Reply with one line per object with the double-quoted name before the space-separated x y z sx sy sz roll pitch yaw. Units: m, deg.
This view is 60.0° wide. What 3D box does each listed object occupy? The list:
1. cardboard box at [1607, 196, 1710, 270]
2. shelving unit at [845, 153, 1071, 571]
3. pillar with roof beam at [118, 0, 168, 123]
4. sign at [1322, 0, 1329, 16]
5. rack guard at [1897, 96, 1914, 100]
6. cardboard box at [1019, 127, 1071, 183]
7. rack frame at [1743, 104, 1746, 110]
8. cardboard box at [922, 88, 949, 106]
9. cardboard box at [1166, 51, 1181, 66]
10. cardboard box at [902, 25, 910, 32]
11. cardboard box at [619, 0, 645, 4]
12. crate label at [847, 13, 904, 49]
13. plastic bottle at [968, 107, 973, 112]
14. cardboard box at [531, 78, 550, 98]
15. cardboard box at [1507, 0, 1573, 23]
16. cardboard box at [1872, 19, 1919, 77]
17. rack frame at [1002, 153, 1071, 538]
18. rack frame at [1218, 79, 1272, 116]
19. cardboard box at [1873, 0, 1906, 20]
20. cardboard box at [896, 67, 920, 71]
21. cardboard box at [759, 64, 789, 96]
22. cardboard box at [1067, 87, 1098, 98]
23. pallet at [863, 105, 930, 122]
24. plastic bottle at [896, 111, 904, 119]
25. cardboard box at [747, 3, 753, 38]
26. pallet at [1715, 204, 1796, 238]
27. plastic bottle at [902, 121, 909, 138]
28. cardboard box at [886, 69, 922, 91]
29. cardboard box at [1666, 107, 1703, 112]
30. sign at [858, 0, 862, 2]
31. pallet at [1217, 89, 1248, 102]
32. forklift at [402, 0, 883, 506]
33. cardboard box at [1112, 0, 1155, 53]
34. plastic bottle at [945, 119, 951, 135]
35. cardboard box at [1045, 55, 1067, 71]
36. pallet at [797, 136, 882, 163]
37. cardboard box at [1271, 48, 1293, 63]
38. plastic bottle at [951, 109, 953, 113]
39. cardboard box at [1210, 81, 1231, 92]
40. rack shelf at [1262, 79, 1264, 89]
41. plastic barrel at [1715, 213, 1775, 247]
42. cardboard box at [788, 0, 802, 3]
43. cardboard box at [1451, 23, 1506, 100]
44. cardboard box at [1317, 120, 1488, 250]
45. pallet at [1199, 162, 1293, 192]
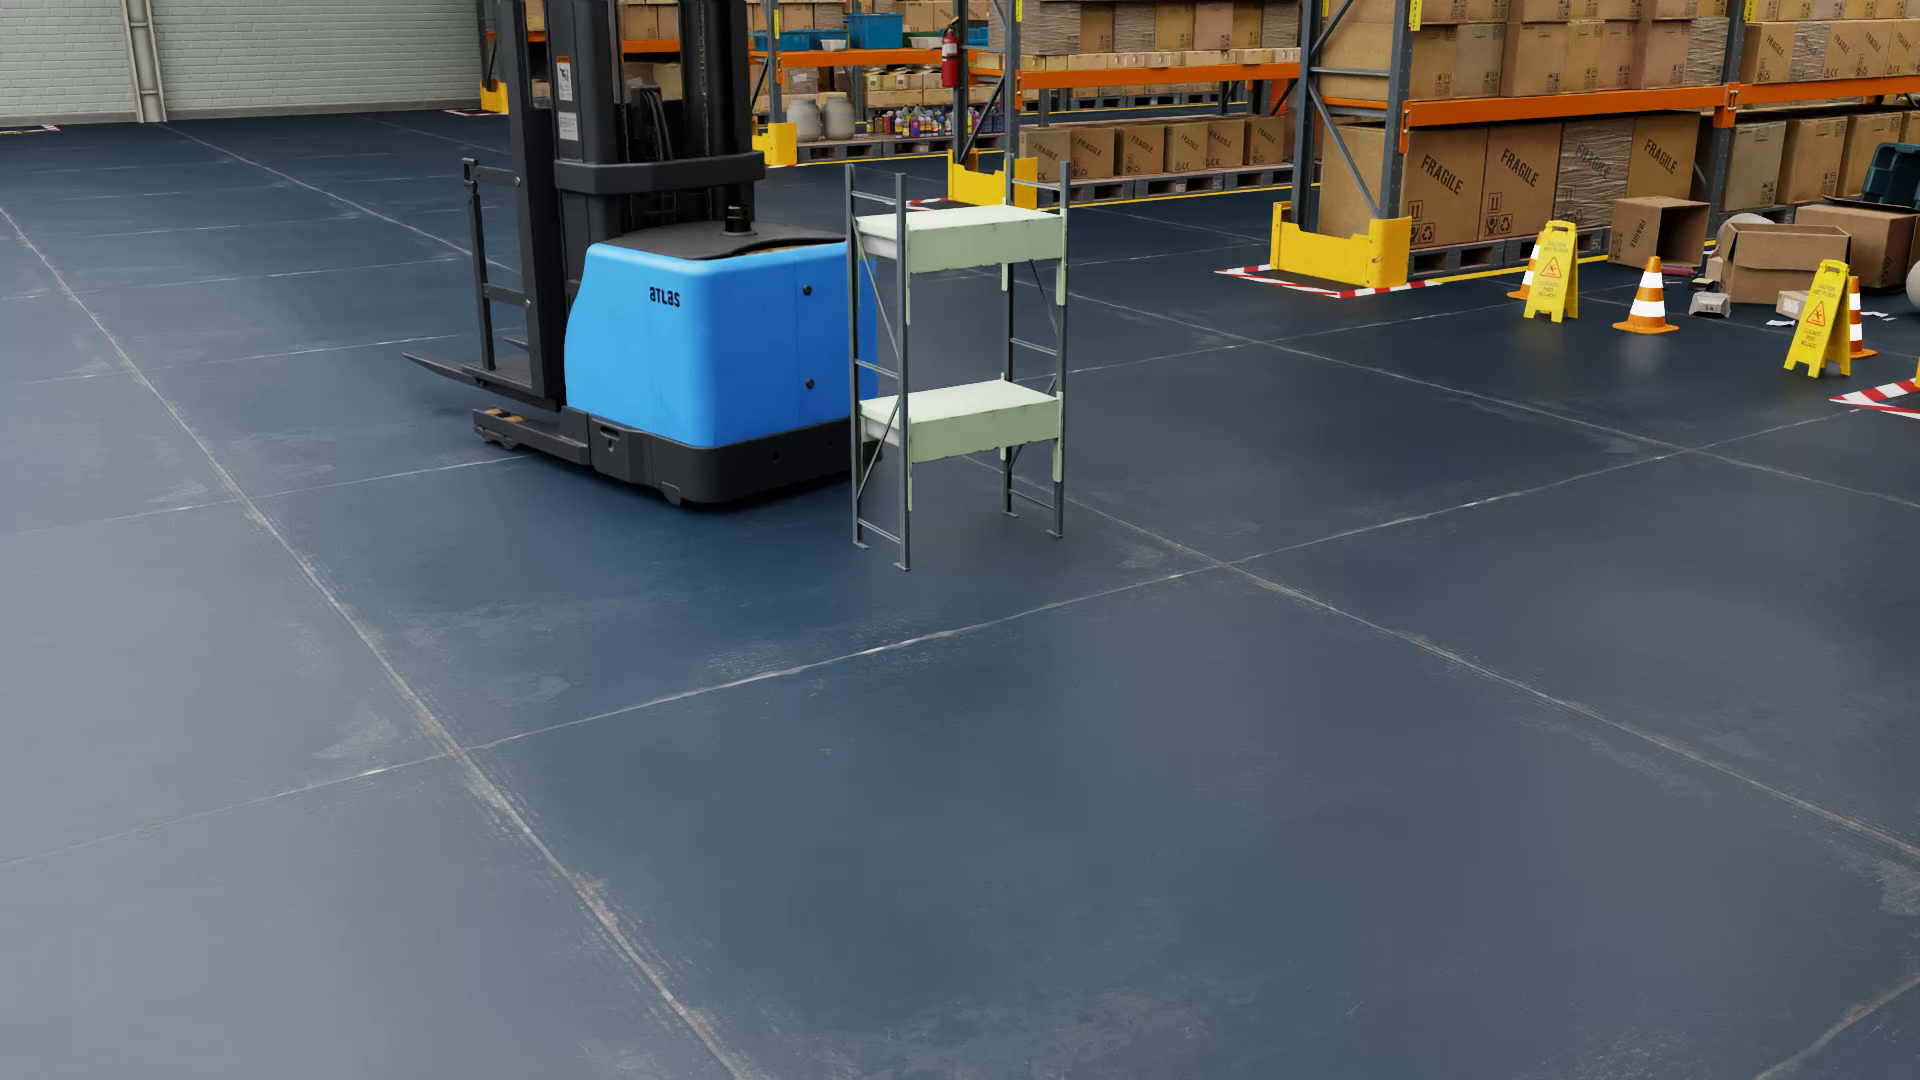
"cardboard box" 5.507 -2.421 13.120 0.500 0.500 0.500 -8 20 -22
"shelving unit" -0.006 -0.709 6.501 0.755 1.500 0.431 -12 22 -31
"pillar with roof beam" -10.453 -9.754 21.547 0.400 9.000 9.100 -12 22 -31
"sign" 3.900 -5.762 17.754 0.005 0.325 0.100 -12 22 -31
"rack guard" 13.637 -6.430 24.983 0.348 0.500 1.175 -12 22 -31
"cardboard box" 0.785 -3.912 16.879 0.500 0.500 0.500 -8 20 -21
"rack frame" 10.277 -6.905 22.486 0.127 3.000 1.000 -12 22 -31
"cardboard box" -0.518 -7.229 27.082 0.500 0.250 0.500 -13 22 -33
"cardboard box" 2.066 -4.977 17.174 0.250 0.149 0.380 -12 22 -31
"cardboard box" -0.997 -8.129 26.498 0.250 0.149 0.380 -12 22 -31
"cardboard box" -4.744 -7.808 23.988 0.250 0.149 0.380 -12 22 -32
"crate label" -1.081 -6.530 21.320 0.616 0.435 0.502 -12 22 -31
"plastic bottle" 0.109 -5.736 22.593 0.135 0.276 0.152 -11 22 -29
"cardboard box" -7.291 -7.799 28.640 0.500 0.311 0.500 -15 24 -37
"cardboard box" 4.180 -4.268 12.766 0.550 0.550 0.875 -12 22 -31
"cardboard box" 8.516 -4.577 15.443 0.500 0.500 0.500 -12 22 -32
"rack frame" 0.300 -0.774 6.692 0.023 1.500 0.400 -12 22 -31
"rack frame" 4.212 -7.525 24.321 0.127 3.000 1.000 -12 22 -31
"cardboard box" 8.350 -5.120 15.489 0.500 0.500 0.700 -12 22 -32
"cardboard box" -0.820 -7.637 27.413 0.500 0.311 0.500 -12 22 -32
"cardboard box" -2.956 -7.084 25.481 0.500 0.500 0.500 -12 22 -31
"cardboard box" 2.028 -7.879 28.583 0.500 0.500 0.500 -11 22 -29
"pallet" -1.256 -6.966 27.019 1.213 0.211 1.003 -12 22 -31
"plastic bottle" -0.835 -5.537 22.004 0.135 0.276 0.152 -13 22 -33
"cardboard box" -3.502 -7.841 25.099 0.500 0.500 0.700 -11 22 -30
"pallet" 6.842 -2.987 15.249 1.213 0.211 1.003 -12 22 -31
"plastic bottle" -0.697 -5.253 21.282 0.097 0.201 0.097 0 19 0
"cardboard box" -0.947 -7.401 26.716 0.500 0.311 0.500 -12 22 -32
"cardboard box" 9.007 -5.822 21.944 0.875 0.875 1.225 -13 23 -33
"sign" -1.543 -8.446 25.568 0.005 0.325 0.100 -12 22 -31
"pallet" 5.406 -8.355 31.129 1.213 0.211 1.003 -12 22 -31
"forklift" -1.743 -1.924 7.858 1.130 2.935 3.031 -17 25 -41
"cardboard box" 1.522 -5.266 17.017 0.500 0.500 0.875 -12 22 -31
"plastic bottle" -0.160 -5.367 21.618 0.097 0.201 0.097 0 19 0
"cardboard box" 0.843 -4.698 16.349 0.250 0.149 0.380 -12 22 -31
"pallet" -1.750 -4.963 21.095 1.213 0.211 1.003 -12 22 -31
"cardboard box" 3.363 -5.219 17.891 0.250 0.149 0.380 -12 22 -31
"plastic bottle" -0.086 -5.648 22.340 0.097 0.271 0.097 0 19 0
"cardboard box" 4.577 -8.416 30.172 0.500 0.500 0.500 -12 22 -32
"rack shelf" 5.266 -5.507 19.475 4.000 0.370 1.077 -12 22 -31
"plastic barrel" 6.135 -2.321 12.949 0.421 0.421 0.512 2 19 6
"cardboard box" -2.603 -8.259 25.323 0.250 0.149 0.380 -12 22 -32
"cardboard box" 3.630 -3.698 12.766 0.550 0.550 0.875 -12 22 -31
"cardboard box" 3.428 -2.776 12.936 0.875 0.875 0.875 -12 22 -31
"pallet" 3.054 -4.047 18.387 1.213 0.211 1.003 -12 22 -31
